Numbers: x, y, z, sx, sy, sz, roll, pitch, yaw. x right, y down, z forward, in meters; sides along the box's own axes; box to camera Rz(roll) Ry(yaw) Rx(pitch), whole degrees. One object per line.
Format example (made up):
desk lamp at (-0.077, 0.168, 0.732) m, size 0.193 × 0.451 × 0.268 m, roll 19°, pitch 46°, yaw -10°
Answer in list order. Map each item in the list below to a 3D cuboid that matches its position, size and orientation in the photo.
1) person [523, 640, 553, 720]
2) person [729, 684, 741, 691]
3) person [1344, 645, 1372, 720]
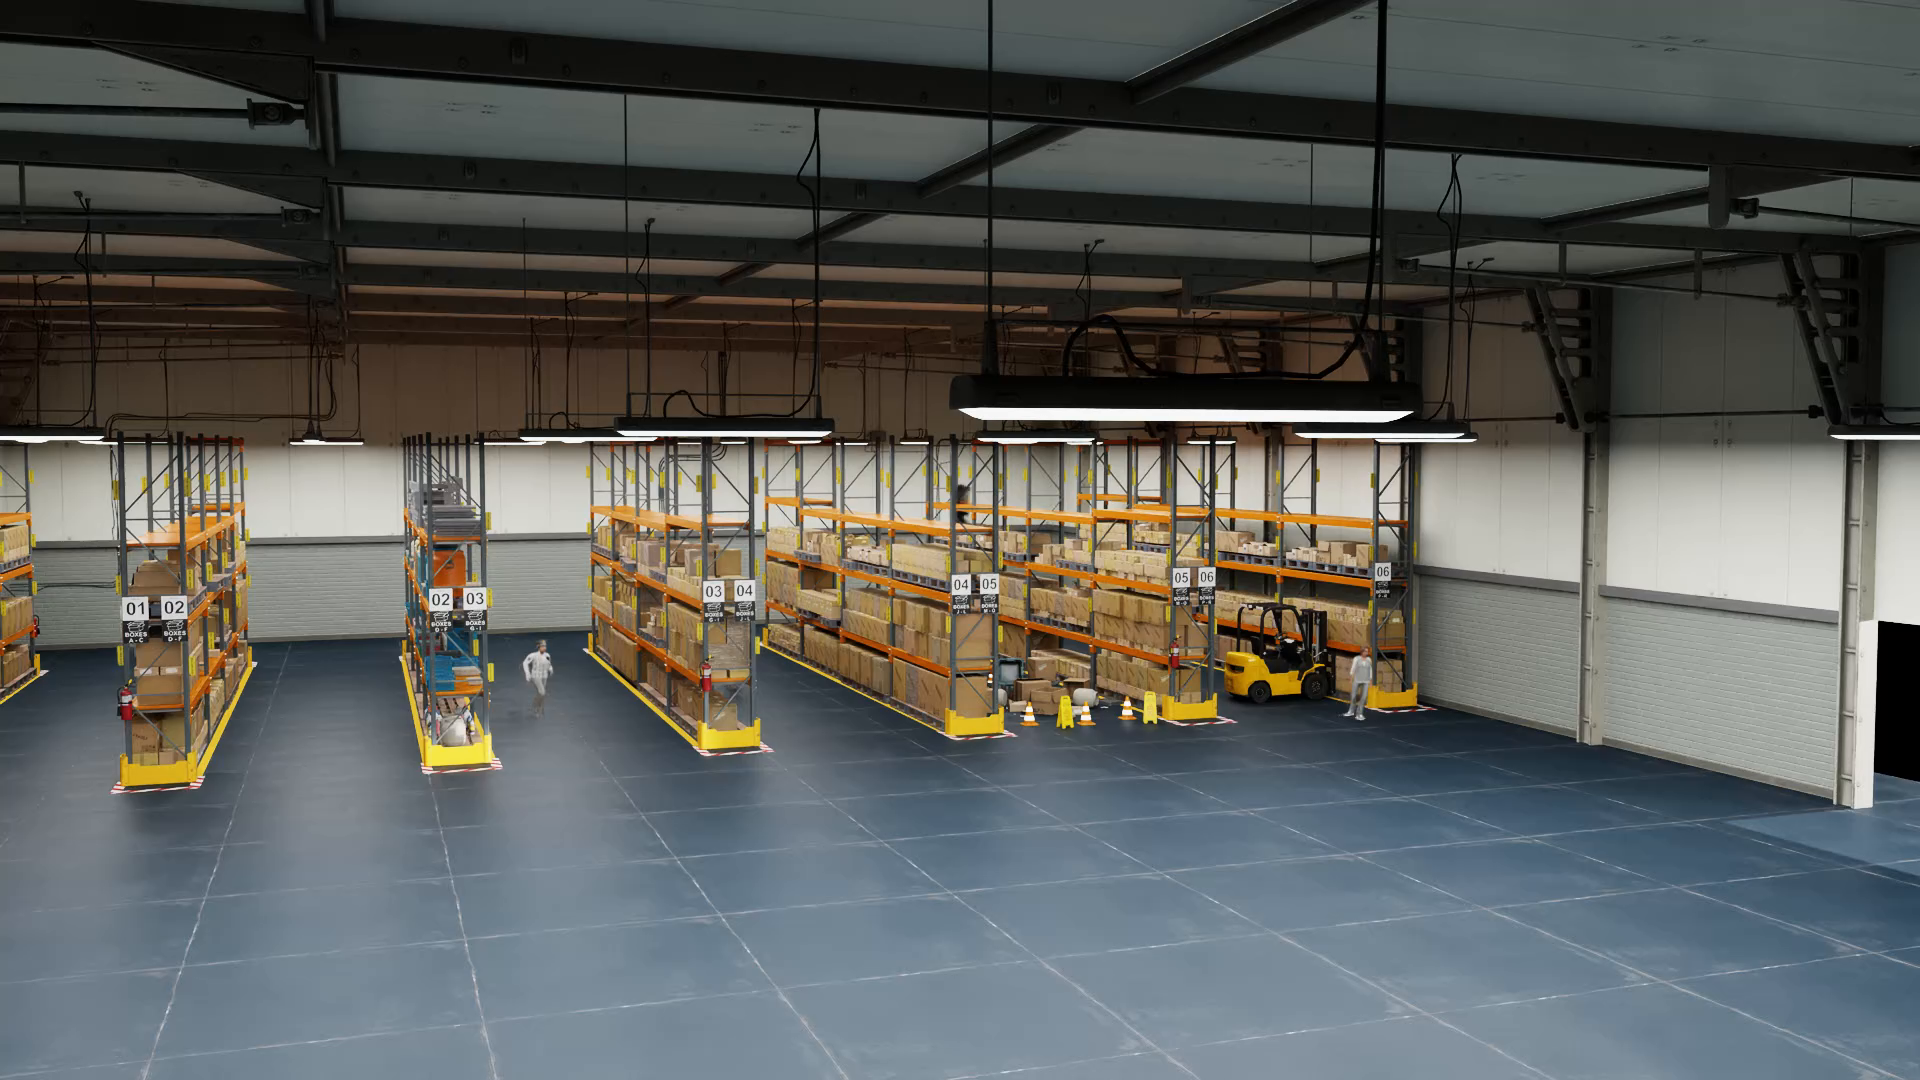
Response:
person at (-8.917, 2.949, 35.205) m, size 0.804 × 1.697 × 0.559 m, roll 3°, pitch 4°, yaw 41°
person at (-5.201, 2.793, 39.272) m, size 0.813 × 1.631 × 0.610 m, roll 1°, pitch 3°, yaw 24°
person at (8.383, 2.994, 34.974) m, size 0.543 × 1.581 × 0.434 m, roll 0°, pitch 3°, yaw -2°
